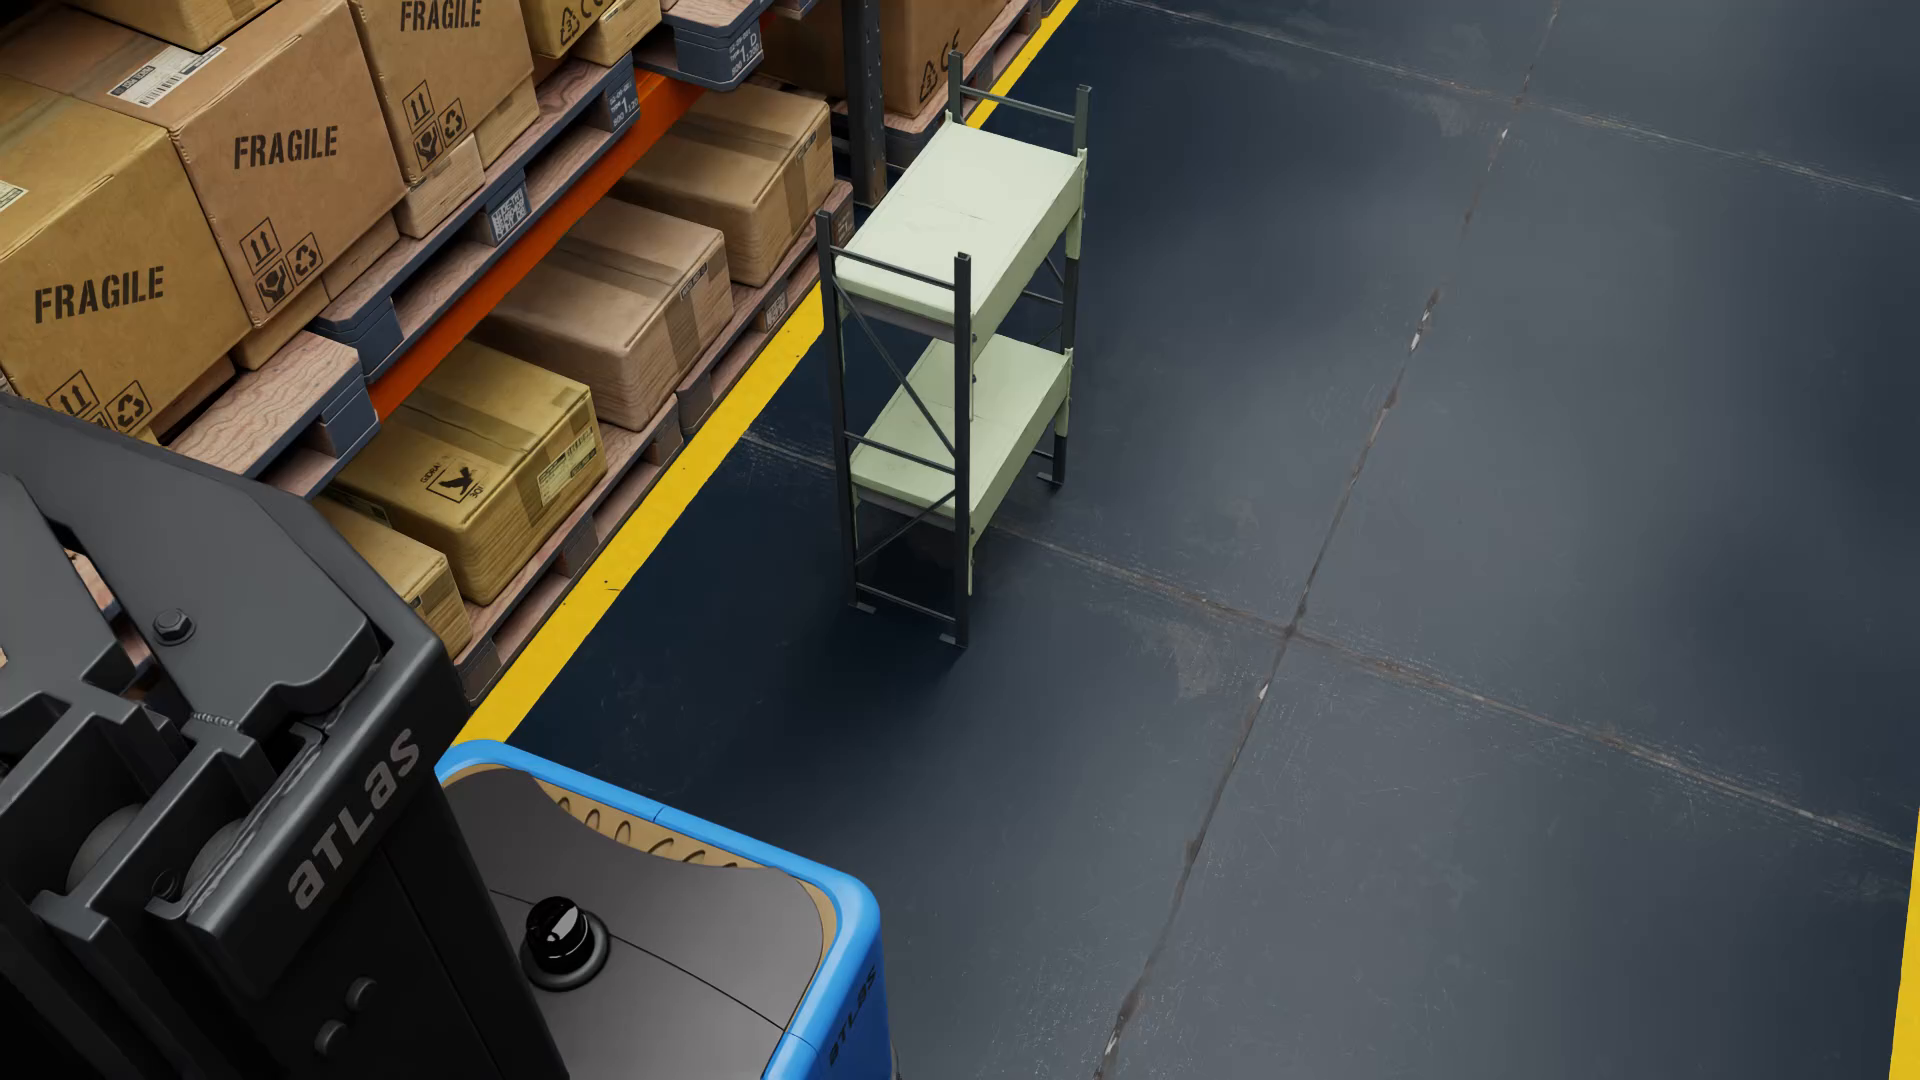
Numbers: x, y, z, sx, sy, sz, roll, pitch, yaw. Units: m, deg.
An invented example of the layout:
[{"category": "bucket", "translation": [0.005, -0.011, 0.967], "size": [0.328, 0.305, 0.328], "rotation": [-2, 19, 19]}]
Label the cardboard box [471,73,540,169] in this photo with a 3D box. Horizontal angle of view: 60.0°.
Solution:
[{"category": "cardboard box", "translation": [-1.272, -1.084, 4.092], "size": [0.380, 0.149, 0.250], "rotation": [18, 52, 15]}]

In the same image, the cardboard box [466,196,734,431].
[{"category": "cardboard box", "translation": [-1.313, -0.812, 5.421], "size": [0.950, 0.372, 0.625], "rotation": [19, 52, 15]}]

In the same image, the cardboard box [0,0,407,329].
[{"category": "cardboard box", "translation": [-1.567, -0.845, 3.463], "size": [0.500, 0.500, 0.500], "rotation": [20, 52, 16]}]

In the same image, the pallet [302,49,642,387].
[{"category": "pallet", "translation": [-1.563, -0.986, 4.245], "size": [1.003, 0.211, 1.213], "rotation": [20, 52, 16]}]

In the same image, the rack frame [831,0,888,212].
[{"category": "rack frame", "translation": [-0.755, -2.424, 5.343], "size": [1.000, 3.000, 0.127], "rotation": [20, 52, 16]}]

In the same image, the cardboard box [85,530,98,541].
[{"category": "cardboard box", "translation": [-1.827, -0.171, 3.316], "size": [0.380, 0.149, 0.250], "rotation": [21, 53, 17]}]

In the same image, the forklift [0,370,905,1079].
[{"category": "forklift", "translation": [-1.168, 1.307, 2.213], "size": [1.130, 2.935, 3.031], "rotation": [18, 52, 15]}]

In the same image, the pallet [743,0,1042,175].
[{"category": "pallet", "translation": [-0.350, -2.039, 6.846], "size": [1.003, 0.211, 1.213], "rotation": [20, 52, 16]}]

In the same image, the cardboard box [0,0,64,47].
[{"category": "cardboard box", "translation": [-2.037, -1.023, 3.614], "size": [0.500, 0.500, 0.500], "rotation": [21, 53, 17]}]

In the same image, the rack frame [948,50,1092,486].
[{"category": "rack frame", "translation": [0.154, -0.733, 4.889], "size": [0.400, 1.500, 0.023], "rotation": [20, 52, 16]}]

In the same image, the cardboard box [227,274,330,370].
[{"category": "cardboard box", "translation": [-1.628, -0.555, 3.642], "size": [0.380, 0.149, 0.250], "rotation": [21, 53, 17]}]

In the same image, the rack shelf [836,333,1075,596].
[{"category": "rack shelf", "translation": [-0.003, -0.270, 4.923], "size": [0.431, 0.370, 0.720], "rotation": [20, 52, 16]}]

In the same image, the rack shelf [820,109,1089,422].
[{"category": "rack shelf", "translation": [-0.003, -0.734, 4.378], "size": [0.431, 0.370, 0.720], "rotation": [20, 52, 16]}]

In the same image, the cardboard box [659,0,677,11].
[{"category": "cardboard box", "translation": [-0.913, -1.610, 4.539], "size": [0.380, 0.149, 0.250], "rotation": [18, 52, 14]}]

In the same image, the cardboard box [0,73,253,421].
[{"category": "cardboard box", "translation": [-1.791, -0.509, 3.177], "size": [0.500, 0.500, 0.500], "rotation": [20, 52, 16]}]

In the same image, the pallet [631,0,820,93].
[{"category": "pallet", "translation": [-0.963, -1.837, 4.969], "size": [1.213, 0.211, 1.003], "rotation": [20, 52, 16]}]

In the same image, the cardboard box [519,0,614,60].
[{"category": "cardboard box", "translation": [-1.123, -1.578, 4.087], "size": [0.500, 0.500, 0.500], "rotation": [17, 52, 14]}]

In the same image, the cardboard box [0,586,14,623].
[{"category": "cardboard box", "translation": [-1.942, -0.002, 3.172], "size": [0.380, 0.149, 0.250], "rotation": [21, 53, 17]}]

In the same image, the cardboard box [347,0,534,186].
[{"category": "cardboard box", "translation": [-1.357, -1.203, 3.767], "size": [0.500, 0.500, 0.500], "rotation": [18, 52, 15]}]

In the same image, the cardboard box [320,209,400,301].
[{"category": "cardboard box", "translation": [-1.520, -0.725, 3.786], "size": [0.380, 0.149, 0.250], "rotation": [20, 53, 16]}]

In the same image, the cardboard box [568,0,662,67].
[{"category": "cardboard box", "translation": [-1.018, -1.416, 4.374], "size": [0.380, 0.149, 0.250], "rotation": [21, 53, 17]}]

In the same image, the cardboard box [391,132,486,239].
[{"category": "cardboard box", "translation": [-1.360, -0.891, 3.928], "size": [0.380, 0.149, 0.250], "rotation": [22, 53, 17]}]

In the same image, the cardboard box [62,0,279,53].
[{"category": "cardboard box", "translation": [-1.572, -1.135, 3.284], "size": [0.380, 0.149, 0.250], "rotation": [23, 53, 18]}]

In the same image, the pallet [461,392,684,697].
[{"category": "pallet", "translation": [-1.612, -0.146, 5.236], "size": [1.003, 0.211, 1.213], "rotation": [20, 52, 16]}]

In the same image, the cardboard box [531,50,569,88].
[{"category": "cardboard box", "translation": [-1.239, -1.284, 4.262], "size": [0.380, 0.149, 0.250], "rotation": [20, 53, 16]}]

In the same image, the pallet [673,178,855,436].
[{"category": "pallet", "translation": [-1.090, -0.983, 5.948], "size": [1.003, 0.211, 1.213], "rotation": [20, 52, 16]}]

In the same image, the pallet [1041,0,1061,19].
[{"category": "pallet", "translation": [0.173, -2.876, 7.559], "size": [1.003, 0.211, 1.213], "rotation": [20, 52, 16]}]

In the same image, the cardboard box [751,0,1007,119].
[{"category": "cardboard box", "translation": [-0.385, -2.320, 6.374], "size": [0.875, 0.875, 0.875], "rotation": [19, 52, 16]}]

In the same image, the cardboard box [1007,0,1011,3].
[{"category": "cardboard box", "translation": [0.000, -2.933, 6.896], "size": [0.875, 0.875, 0.875], "rotation": [20, 53, 17]}]

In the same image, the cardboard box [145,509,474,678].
[{"category": "cardboard box", "translation": [-1.938, 0.187, 4.571], "size": [0.950, 0.372, 0.625], "rotation": [23, 53, 18]}]

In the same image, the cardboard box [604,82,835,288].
[{"category": "cardboard box", "translation": [-1.005, -1.323, 5.856], "size": [0.950, 0.372, 0.625], "rotation": [17, 52, 14]}]

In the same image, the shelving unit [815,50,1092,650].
[{"category": "shelving unit", "translation": [-0.003, -0.481, 4.675], "size": [0.431, 1.500, 0.755], "rotation": [20, 52, 16]}]

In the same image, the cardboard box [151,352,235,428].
[{"category": "cardboard box", "translation": [-1.775, -0.392, 3.503], "size": [0.380, 0.149, 0.250], "rotation": [23, 53, 18]}]

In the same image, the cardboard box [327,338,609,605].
[{"category": "cardboard box", "translation": [-1.642, -0.292, 4.979], "size": [0.950, 0.372, 0.625], "rotation": [21, 53, 17]}]

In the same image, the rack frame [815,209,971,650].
[{"category": "rack frame", "translation": [-0.159, -0.229, 4.460], "size": [0.400, 1.500, 0.023], "rotation": [20, 52, 16]}]

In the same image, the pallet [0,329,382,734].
[{"category": "pallet", "translation": [-2.006, -0.087, 3.480], "size": [1.003, 0.211, 1.213], "rotation": [20, 52, 16]}]
